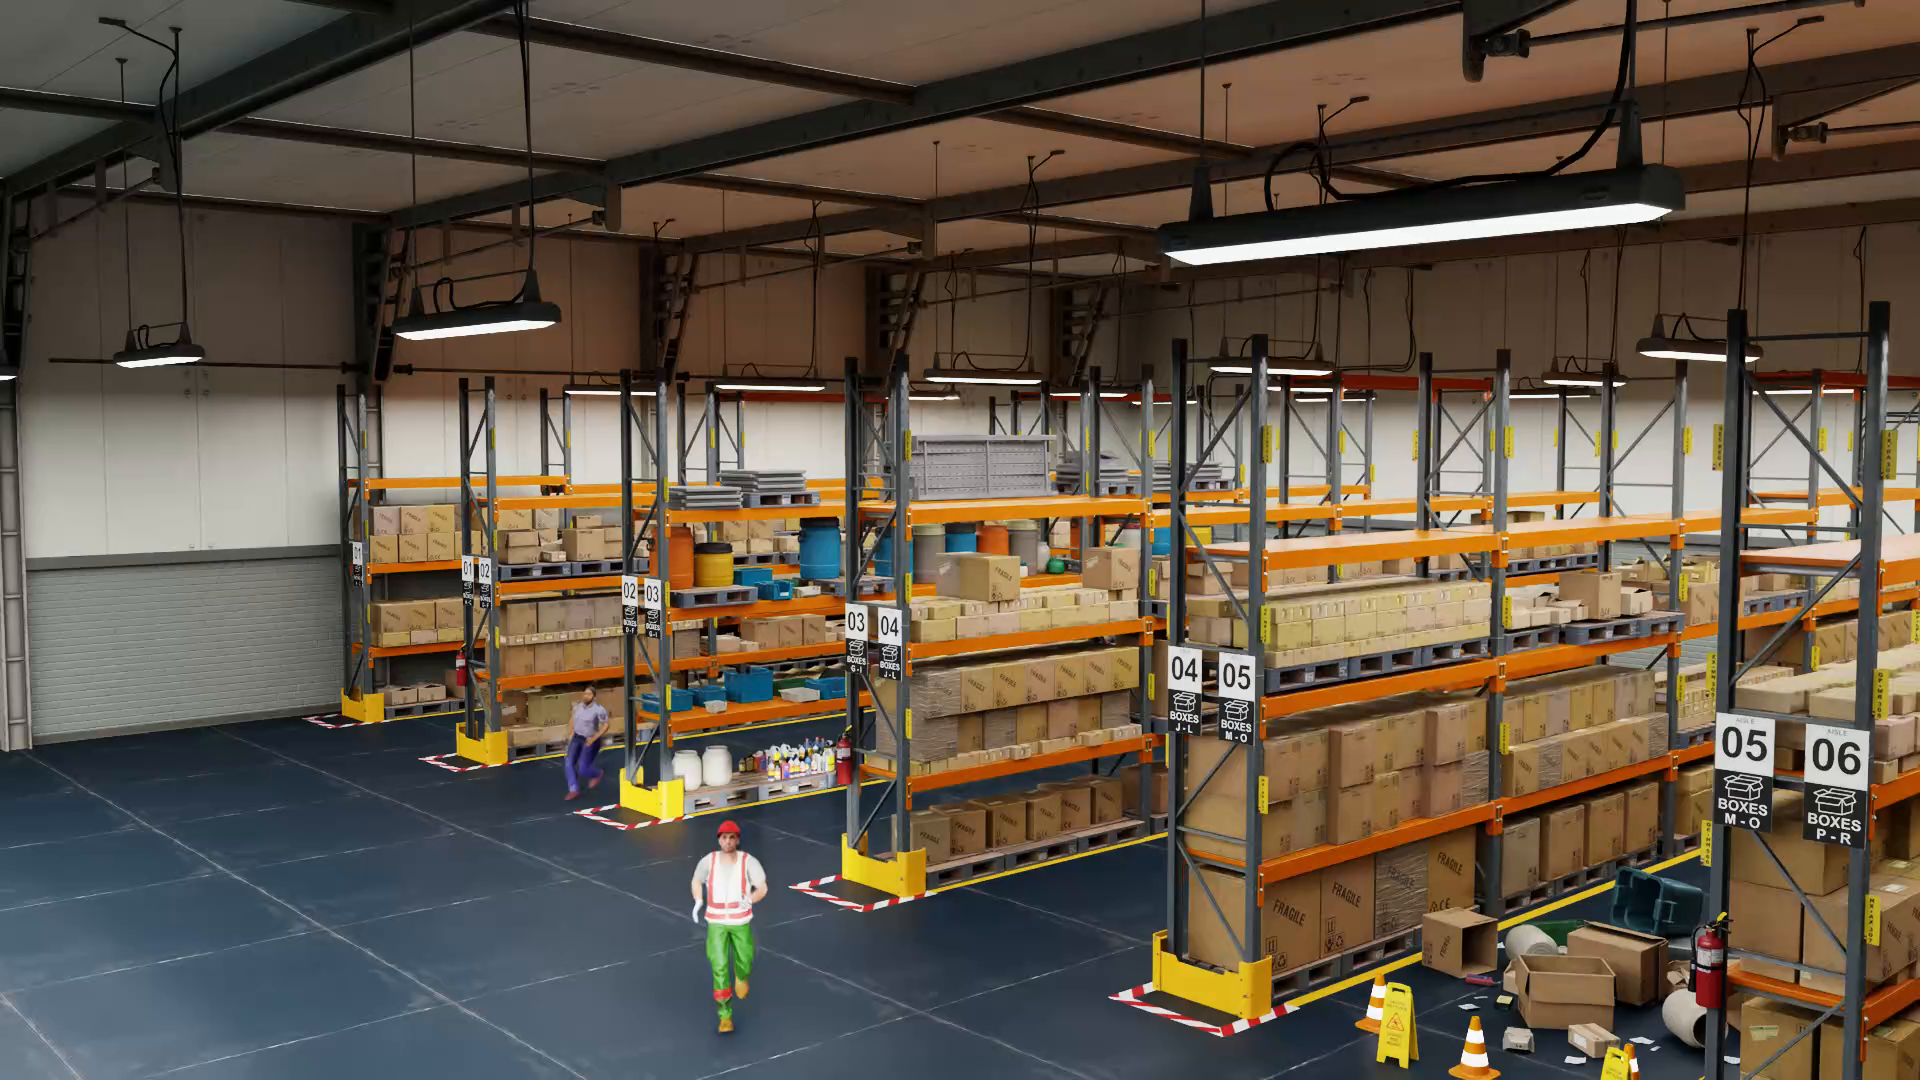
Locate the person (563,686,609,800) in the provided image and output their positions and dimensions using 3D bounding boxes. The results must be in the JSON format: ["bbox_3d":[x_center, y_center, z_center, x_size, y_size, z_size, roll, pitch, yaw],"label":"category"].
[{"bbox_3d":[-5.233,2.855,23.418,0.654,1.612,0.585,2,4,26],"label":"person"}]

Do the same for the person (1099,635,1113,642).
[{"bbox_3d":[2.865,2.189,32.744,0.587,1.632,0.566,3,5,41],"label":"person"}]

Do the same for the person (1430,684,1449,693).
[{"bbox_3d":[6.621,2.770,23.043,0.657,1.846,0.828,3,5,41],"label":"person"}]

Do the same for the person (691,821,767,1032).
[{"bbox_3d":[-2.021,3.330,14.542,0.668,1.760,0.868,0,4,-5],"label":"person"}]
